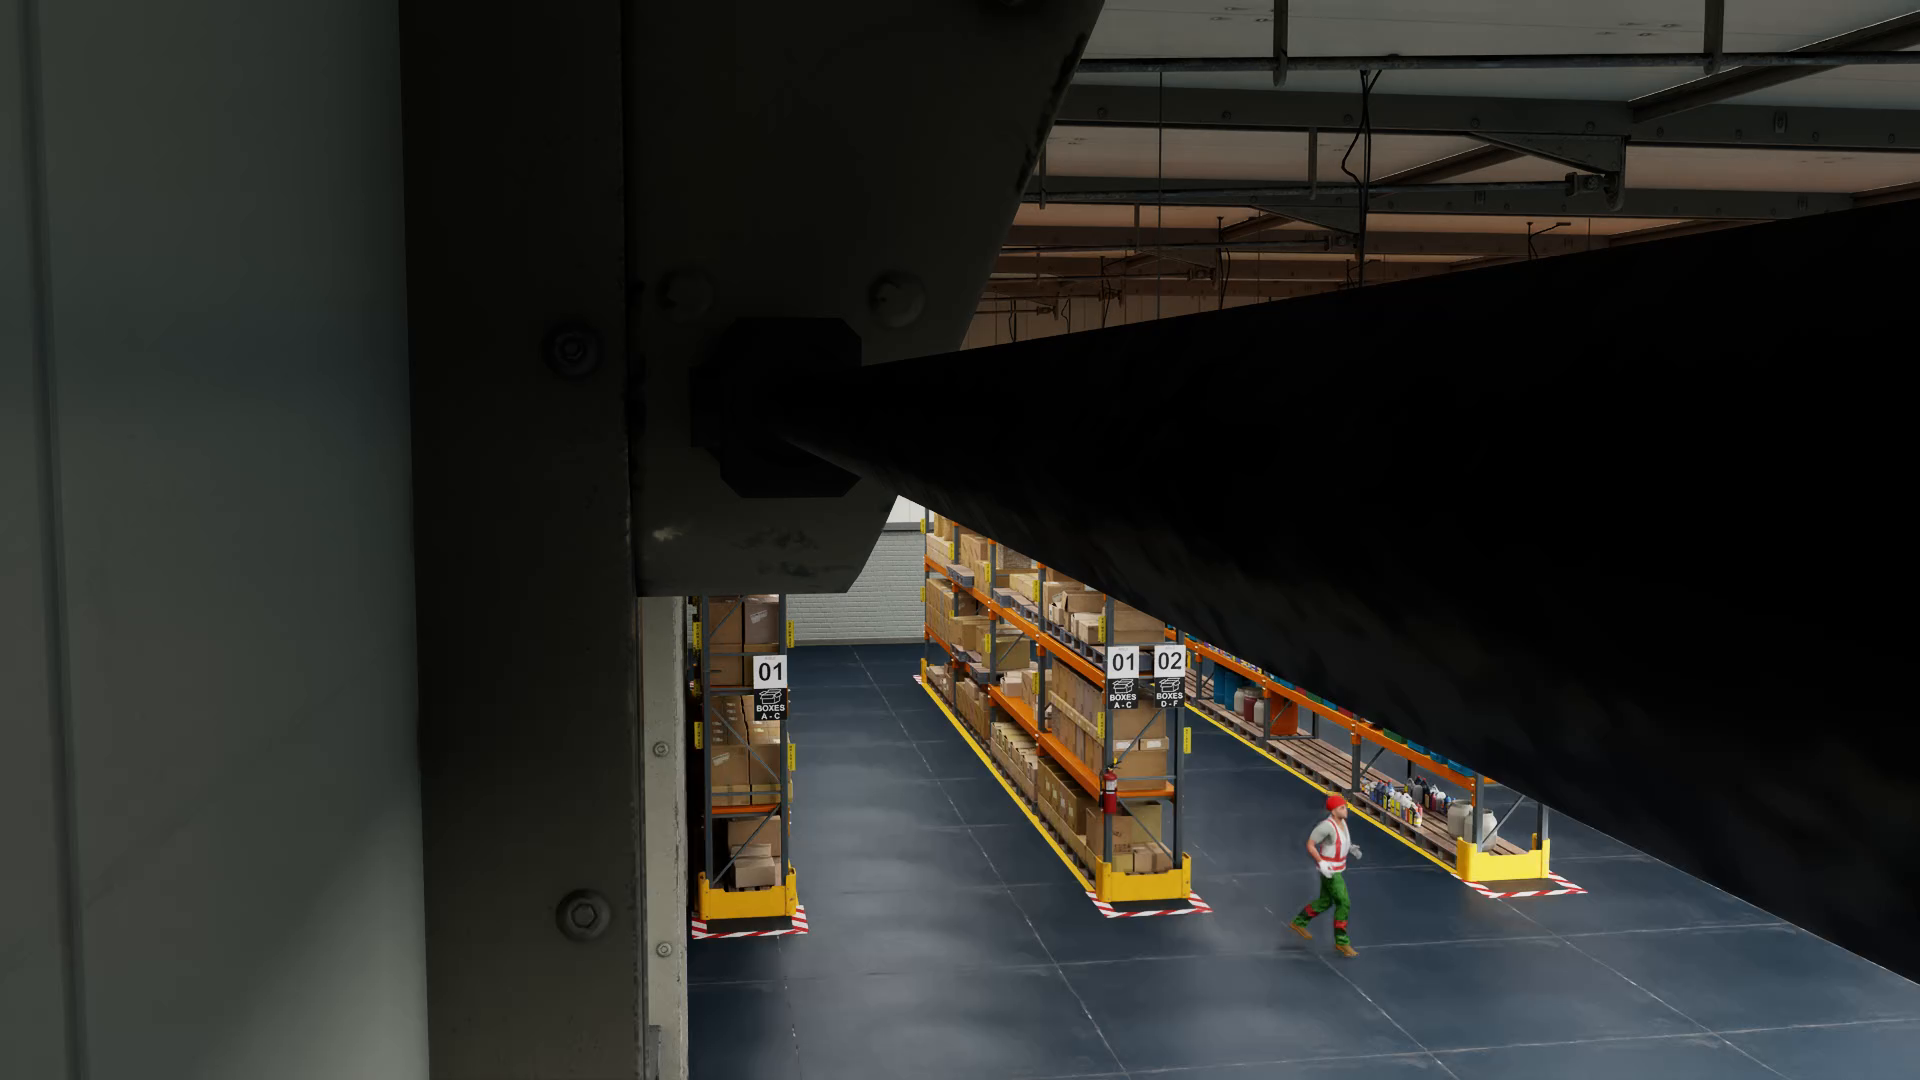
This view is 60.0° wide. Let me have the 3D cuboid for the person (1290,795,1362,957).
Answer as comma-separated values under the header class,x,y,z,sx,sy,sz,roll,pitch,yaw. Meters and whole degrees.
class,x,y,z,sx,sy,sz,roll,pitch,yaw
person,4.172,3.780,18.919,0.834,1.831,0.638,3,6,29
